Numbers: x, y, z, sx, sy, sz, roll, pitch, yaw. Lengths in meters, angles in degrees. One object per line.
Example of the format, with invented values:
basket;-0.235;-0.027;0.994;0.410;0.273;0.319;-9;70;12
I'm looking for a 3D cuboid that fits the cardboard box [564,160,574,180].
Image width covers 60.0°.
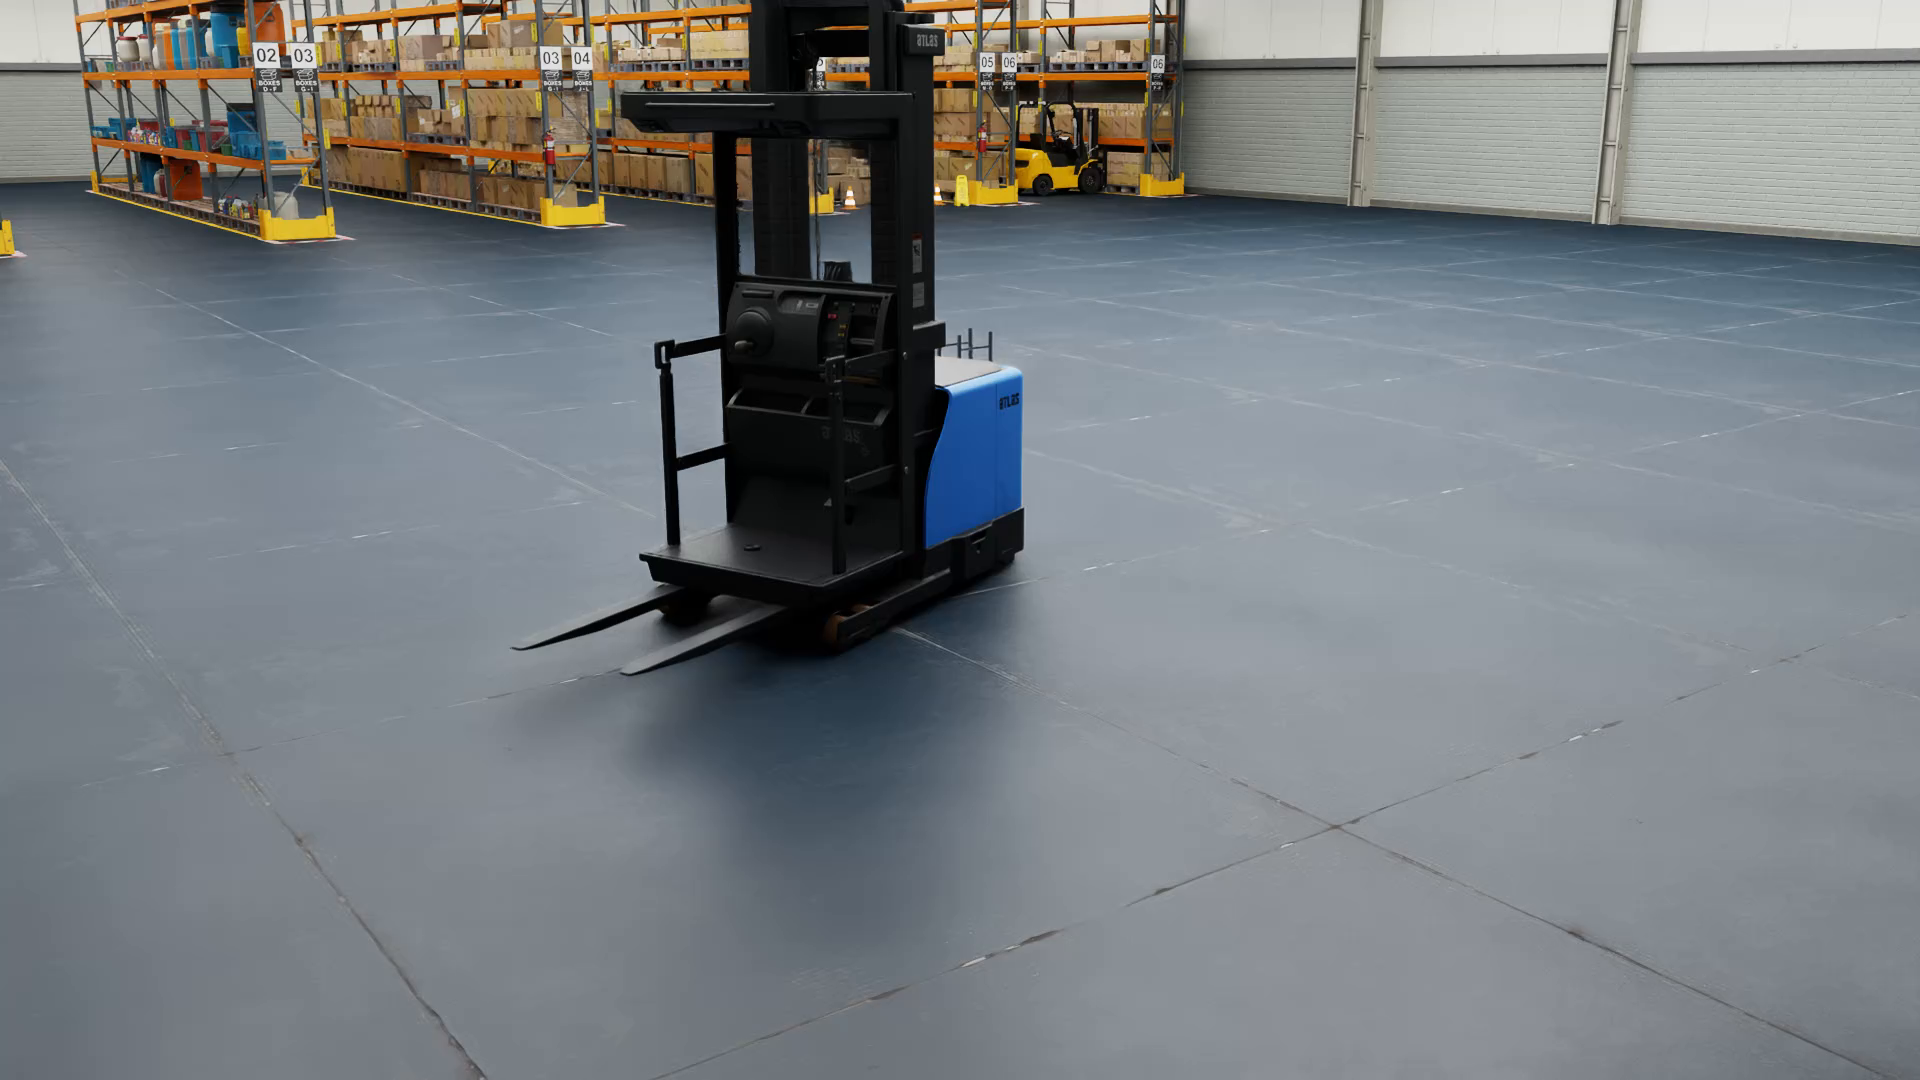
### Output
cardboard box;-9.680;-9.371;42.072;0.500;0.500;0.500;-10;18;-32

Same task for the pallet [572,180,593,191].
pallet;-9.031;-8.914;41.746;1.003;0.211;1.213;-11;19;-35

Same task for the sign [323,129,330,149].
sign;-10.786;-6.824;28.304;0.100;0.325;0.005;-11;19;-35

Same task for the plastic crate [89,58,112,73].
plastic crate;-19.966;-11.071;38.779;0.504;0.338;0.767;-11;19;-35

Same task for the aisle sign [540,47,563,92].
aisle sign;-7.434;-8.569;30.279;0.394;0.787;0.004;-11;19;-35

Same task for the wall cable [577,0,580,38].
wall cable;-12.192;-16.394;52.430;0.463;3.000;0.029;-11;19;-35

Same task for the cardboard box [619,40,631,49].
cardboard box;-8.178;-11.935;40.180;0.396;0.266;0.258;-11;19;-35

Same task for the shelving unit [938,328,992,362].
shelving unit;0.027;-0.586;9.445;0.258;1.200;0.189;-12;19;-36

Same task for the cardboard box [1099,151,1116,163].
cardboard box;3.668;-9.307;40.419;0.500;0.250;0.500;-11;19;-34

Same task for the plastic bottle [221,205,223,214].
plastic bottle;-13.634;-6.143;30.808;0.097;0.201;0.097;0;15;0

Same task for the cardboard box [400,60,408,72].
cardboard box;-11.861;-10.318;36.195;0.500;0.250;0.500;-10;18;-34

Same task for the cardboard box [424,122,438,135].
cardboard box;-11.132;-8.820;35.608;0.500;0.250;0.500;-12;19;-36

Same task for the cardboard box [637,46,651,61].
cardboard box;-7.016;-11.081;37.882;0.500;0.311;0.500;-11;19;-36

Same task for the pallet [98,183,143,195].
pallet;-20.188;-8.496;40.217;1.003;0.211;1.213;-11;19;-35

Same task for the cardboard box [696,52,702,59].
cardboard box;-5.415;-10.368;35.586;0.380;0.149;0.250;-11;19;-34

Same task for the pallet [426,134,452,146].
pallet;-10.734;-8.575;35.586;1.003;0.211;1.213;-11;19;-35

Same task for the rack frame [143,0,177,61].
rack frame;-15.938;-11.208;33.481;1.000;3.000;0.127;-11;19;-35

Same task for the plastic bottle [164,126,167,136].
plastic bottle;-17.492;-8.938;36.643;0.144;0.351;0.185;-11;19;-35

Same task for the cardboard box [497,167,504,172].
cardboard box;-12.515;-10.206;45.788;0.380;0.149;0.250;-10;18;-33

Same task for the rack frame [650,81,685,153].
rack frame;-8.619;-12.330;48.943;1.000;3.000;0.127;-11;19;-35

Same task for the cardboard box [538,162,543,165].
cardboard box;-10.814;-9.884;43.486;0.380;0.149;0.250;-11;19;-34

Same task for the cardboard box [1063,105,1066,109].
cardboard box;2.781;-10.834;41.497;0.380;0.149;0.250;-11;19;-36

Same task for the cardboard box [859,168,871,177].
cardboard box;-1.874;-8.814;40.280;0.950;0.372;0.625;-11;19;-34

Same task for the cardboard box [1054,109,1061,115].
cardboard box;2.577;-10.736;41.701;0.380;0.149;0.250;-10;18;-33

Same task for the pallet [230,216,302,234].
pallet;-12.503;-5.705;30.020;1.003;0.211;1.213;-11;19;-35

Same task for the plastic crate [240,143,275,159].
plastic crate;-12.148;-6.735;28.782;0.499;0.251;0.408;-11;19;-35

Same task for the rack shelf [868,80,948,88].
rack shelf;-1.079;-12.920;46.779;1.077;0.370;4.000;-11;19;-35

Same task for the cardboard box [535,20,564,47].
cardboard box;-7.882;-9.614;31.637;0.500;0.500;0.500;-11;19;-35

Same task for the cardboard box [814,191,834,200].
cardboard box;-3.008;-7.578;36.760;0.396;0.266;0.258;-7;17;-25

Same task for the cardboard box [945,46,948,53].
cardboard box;-0.180;-10.878;36.923;0.380;0.149;0.250;-11;19;-35

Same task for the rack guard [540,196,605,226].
rack guard;-7.272;-6.186;31.230;1.175;0.500;0.348;-11;19;-35

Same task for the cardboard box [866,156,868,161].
cardboard box;-2.452;-11.330;49.590;0.500;0.311;0.500;-10;18;-33

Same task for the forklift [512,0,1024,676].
forklift;-0.841;-1.040;7.823;1.130;2.935;3.031;9;18;30

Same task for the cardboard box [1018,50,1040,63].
cardboard box;1.827;-12.310;42.373;0.500;0.311;0.500;-12;19;-36

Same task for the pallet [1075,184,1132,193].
pallet;3.604;-8.757;41.170;1.003;0.211;1.213;-11;19;-35

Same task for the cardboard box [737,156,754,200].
cardboard box;-4.127;-7.623;34.976;0.875;0.875;0.875;-11;19;-35

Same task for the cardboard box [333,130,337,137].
cardboard box;-15.181;-9.995;40.890;0.380;0.149;0.250;-10;18;-34

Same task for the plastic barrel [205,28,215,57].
plastic barrel;-13.492;-9.041;30.239;0.421;0.512;0.421;0;15;0

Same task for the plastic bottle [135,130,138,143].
plastic bottle;-17.897;-8.778;36.188;0.061;0.283;0.133;-11;19;-35

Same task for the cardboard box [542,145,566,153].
cardboard box;-7.562;-7.283;30.979;0.380;0.149;0.250;-11;19;-35

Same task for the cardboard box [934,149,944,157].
cardboard box;-0.463;-8.774;37.713;0.380;0.149;0.250;-10;18;-32

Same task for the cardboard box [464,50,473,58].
cardboard box;-9.638;-9.679;33.104;0.380;0.149;0.250;-12;19;-36

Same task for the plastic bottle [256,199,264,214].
plastic bottle;-12.966;-6.197;30.861;0.152;0.276;0.135;-11;19;-35

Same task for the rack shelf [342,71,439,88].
rack shelf;-13.107;-10.610;38.341;1.077;0.370;4.000;-11;19;-35

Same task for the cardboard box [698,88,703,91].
cardboard box;-7.075;-12.515;46.306;0.380;0.149;0.250;-11;19;-35

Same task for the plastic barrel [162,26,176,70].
plastic barrel;-15.246;-9.620;32.546;0.600;0.830;0.708;-11;19;-35

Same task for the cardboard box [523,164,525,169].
cardboard box;-11.493;-10.029;44.579;0.380;0.149;0.250;-10;18;-32

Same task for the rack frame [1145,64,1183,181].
rack frame;4.801;-9.685;39.278;1.000;3.000;0.127;-11;19;-35

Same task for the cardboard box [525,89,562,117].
cardboard box;-7.751;-8.128;30.945;0.500;0.500;0.500;-11;19;-35

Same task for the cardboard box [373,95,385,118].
cardboard box;-13.129;-10.056;38.545;0.797;0.503;0.637;-10;18;-33

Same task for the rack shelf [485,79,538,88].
rack shelf;-11.388;-12.213;44.196;1.077;0.370;4.000;-11;19;-35

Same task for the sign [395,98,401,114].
sign;-12.378;-9.555;36.612;0.100;0.325;0.005;-11;19;-35

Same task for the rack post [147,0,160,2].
rack post;-14.813;-10.858;31.821;1.013;1.000;3.121;-11;19;-35
